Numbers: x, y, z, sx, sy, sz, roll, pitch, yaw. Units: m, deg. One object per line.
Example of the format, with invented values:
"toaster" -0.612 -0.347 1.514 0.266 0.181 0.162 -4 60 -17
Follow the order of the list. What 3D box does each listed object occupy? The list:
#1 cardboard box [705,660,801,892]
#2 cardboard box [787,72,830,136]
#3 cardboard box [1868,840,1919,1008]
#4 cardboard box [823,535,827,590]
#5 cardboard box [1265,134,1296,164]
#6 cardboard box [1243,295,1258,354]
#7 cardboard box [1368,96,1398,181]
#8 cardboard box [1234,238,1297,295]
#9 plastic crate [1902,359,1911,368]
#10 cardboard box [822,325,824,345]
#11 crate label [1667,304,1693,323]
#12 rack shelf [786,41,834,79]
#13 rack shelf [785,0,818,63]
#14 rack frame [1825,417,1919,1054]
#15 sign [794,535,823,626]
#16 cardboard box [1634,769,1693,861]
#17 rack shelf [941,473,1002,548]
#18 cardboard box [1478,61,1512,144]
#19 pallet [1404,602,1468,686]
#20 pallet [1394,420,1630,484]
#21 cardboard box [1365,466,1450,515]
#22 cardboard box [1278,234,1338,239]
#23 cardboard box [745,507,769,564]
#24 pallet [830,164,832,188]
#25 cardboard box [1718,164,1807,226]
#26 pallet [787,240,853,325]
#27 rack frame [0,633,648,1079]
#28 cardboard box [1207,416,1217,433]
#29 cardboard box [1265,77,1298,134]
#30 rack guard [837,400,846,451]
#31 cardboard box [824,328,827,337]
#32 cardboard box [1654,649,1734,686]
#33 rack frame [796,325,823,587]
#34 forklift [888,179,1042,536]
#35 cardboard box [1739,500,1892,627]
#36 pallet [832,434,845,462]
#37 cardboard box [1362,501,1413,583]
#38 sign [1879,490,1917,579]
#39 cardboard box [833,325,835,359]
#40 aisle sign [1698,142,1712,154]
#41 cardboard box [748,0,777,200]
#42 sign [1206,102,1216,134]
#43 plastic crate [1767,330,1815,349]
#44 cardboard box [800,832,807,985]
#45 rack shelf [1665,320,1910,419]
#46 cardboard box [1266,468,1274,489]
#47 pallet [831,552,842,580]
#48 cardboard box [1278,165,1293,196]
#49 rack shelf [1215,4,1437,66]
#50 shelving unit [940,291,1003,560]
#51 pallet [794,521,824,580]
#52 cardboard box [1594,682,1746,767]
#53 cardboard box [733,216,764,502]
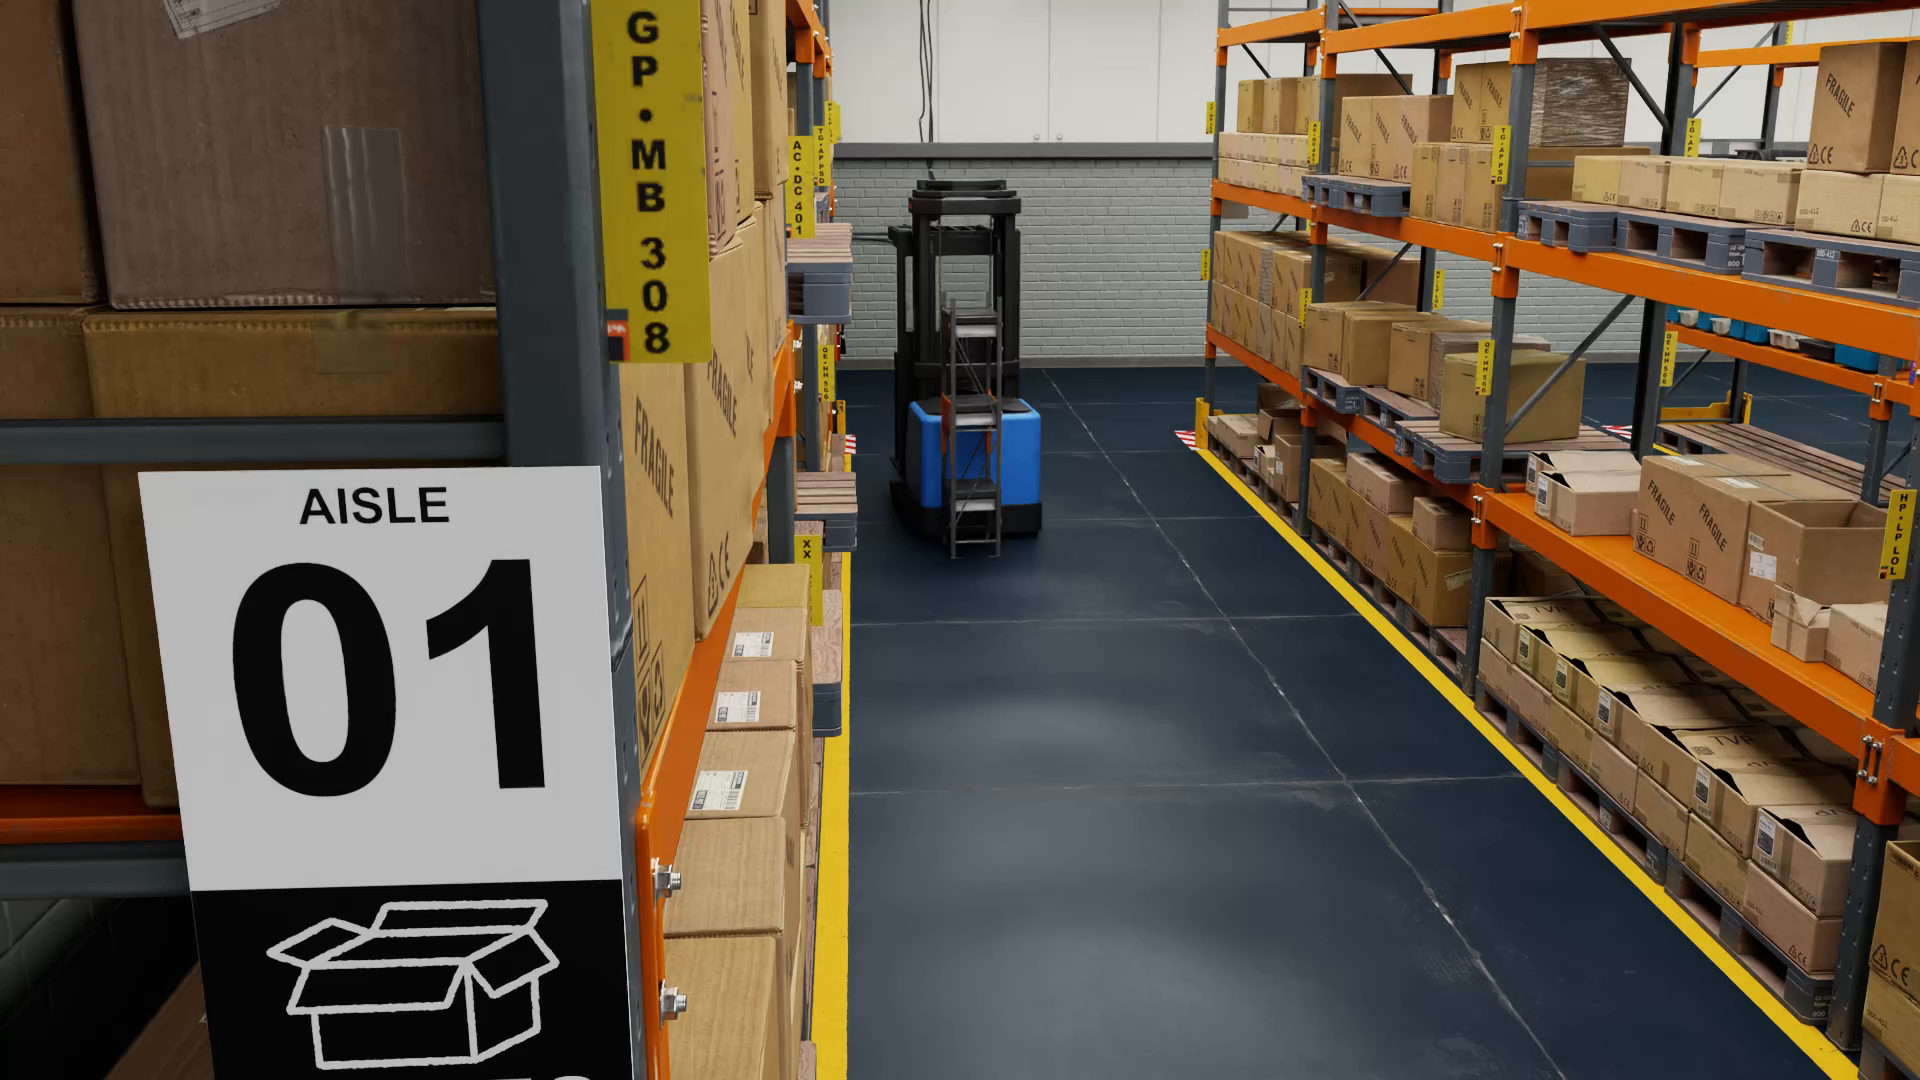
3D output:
"cardboard box" -0.670 0.633 4.303 0.500 0.500 0.500 -1 14 -5
"cardboard box" -1.325 -3.596 13.714 0.500 0.500 0.500 -1 14 -4
"cardboard box" 3.595 1.379 5.819 0.500 0.500 0.500 -1 14 -3
"cardboard box" -1.227 0.229 10.589 0.750 0.750 0.750 -1 14 -4
"cardboard box" 3.026 -3.484 14.825 0.500 0.250 0.500 -1 14 -3
"cardboard box" 2.995 -2.048 15.764 0.500 0.500 0.500 -1 14 -3
"cardboard box" 3.405 -2.957 12.235 0.600 0.600 0.600 -1 14 -4
"cardboard box" 2.966 -2.655 16.118 0.500 0.500 0.500 -1 14 -3
"plastic crate" 8.441 -1.591 14.599 0.396 0.136 0.243 -1 14 -3
"cardboard box" -1.152 -1.364 10.966 0.500 0.250 0.500 -1 14 -3
"crate label" 7.766 -2.448 17.737 0.416 0.233 0.303 -1 14 -3
"rack shelf" -1.684 -4.280 14.846 1.077 0.370 4.000 -1 14 -3
"rack shelf" -1.189 -2.290 7.114 1.077 0.370 4.000 -1 14 -3
"rack frame" 3.879 0.493 6.089 1.000 3.000 0.127 -1 14 -3
"sign" -0.524 0.141 5.721 0.100 0.325 0.005 -1 14 -3
"cardboard box" 3.502 1.270 7.746 0.500 0.250 0.500 -1 14 -2
"rack shelf" 0.090 -0.237 13.599 0.431 0.518 0.480 -2 15 -9
"cardboard box" 3.579 -2.722 10.360 0.500 0.500 0.500 -1 14 -3
"pallet" 3.623 0.663 11.027 1.003 0.211 1.213 -1 14 -3
"pallet" 3.519 -0.576 10.631 1.213 0.211 1.003 -1 14 -3
"cardboard box" 3.264 -0.364 12.052 0.500 0.250 0.500 -1 14 -4
"cardboard box" 3.470 -2.792 16.649 0.500 0.500 0.500 0 14 -2
"cardboard box" -1.062 0.182 6.215 0.700 0.500 0.500 -1 14 -3
"pallet" -1.673 -3.335 15.126 1.003 0.211 1.213 -1 14 -3
"cardboard box" 3.822 -1.567 7.534 0.500 0.250 0.500 -2 15 -8
"pallet" -0.997 -0.946 6.041 1.213 0.211 1.003 -1 14 -3
"rack frame" -0.817 1.566 1.922 1.000 3.000 0.127 -1 14 -3
"cardboard box" 2.819 -1.214 17.563 0.380 0.149 0.250 -1 14 -3
"cardboard box" 3.206 -3.975 15.228 0.700 0.500 0.500 -1 14 -3
"rack guard" -1.810 -1.209 17.722 1.175 0.500 0.348 -1 14 -3
"cardboard box" -1.216 -1.258 12.059 0.500 0.500 0.500 -1 14 -3
"cardboard box" 3.977 0.736 8.694 0.500 0.311 0.500 -1 14 -4
"rack frame" -1.313 -0.424 9.655 1.000 3.000 0.127 -1 14 -3
"forklift" -0.052 -1.775 15.042 1.130 2.935 3.031 -2 15 -9
"cardboard box" 3.815 0.123 7.329 0.500 0.500 0.500 0 14 1
"pallet" -1.681 -0.866 16.967 1.003 0.211 1.213 -1 14 -3
"cardboard box" 3.269 0.008 12.109 0.500 0.500 0.500 -1 14 -6
"sign" 3.338 -0.018 5.913 0.100 0.325 0.005 -1 14 -3
"cardboard box" -1.672 -2.062 15.418 0.980 0.700 0.700 -2 15 -6
"aisle sign" 7.779 -3.839 17.710 0.394 0.787 0.004 -1 14 -3
"cardboard box" -0.676 -1.038 3.774 0.500 0.500 0.500 -1 14 -5
"sign" 2.594 -4.359 17.173 0.100 0.325 0.005 -1 14 -3
"plastic crate" 7.920 -1.902 15.806 0.293 0.136 0.466 -1 14 -3
"cardboard box" -0.664 0.996 4.398 0.500 0.250 0.500 -1 14 -4
"rack shelf" 8.204 -1.721 16.138 1.077 0.370 4.000 -1 14 -3
"cardboard box" 2.982 -0.558 15.015 0.380 0.149 0.250 -1 14 -3
"pallet" -1.437 0.122 13.127 1.003 0.211 1.213 -1 14 -3
"cardboard box" 3.067 -3.118 14.405 0.500 0.250 0.500 -1 14 -3
"rack shelf" 3.260 -4.549 15.098 1.077 0.370 4.000 -1 14 -3
"shelving unit" 0.090 -0.929 13.421 0.431 2.100 0.503 -2 15 -9
"pallet" -1.149 0.161 7.768 1.003 0.211 1.213 -1 14 -3
"cardboard box" 3.473 0.875 8.155 0.500 0.311 0.500 -1 14 -4
"cardboard box" -0.622 -0.295 2.894 0.500 0.500 0.500 0 14 -1
